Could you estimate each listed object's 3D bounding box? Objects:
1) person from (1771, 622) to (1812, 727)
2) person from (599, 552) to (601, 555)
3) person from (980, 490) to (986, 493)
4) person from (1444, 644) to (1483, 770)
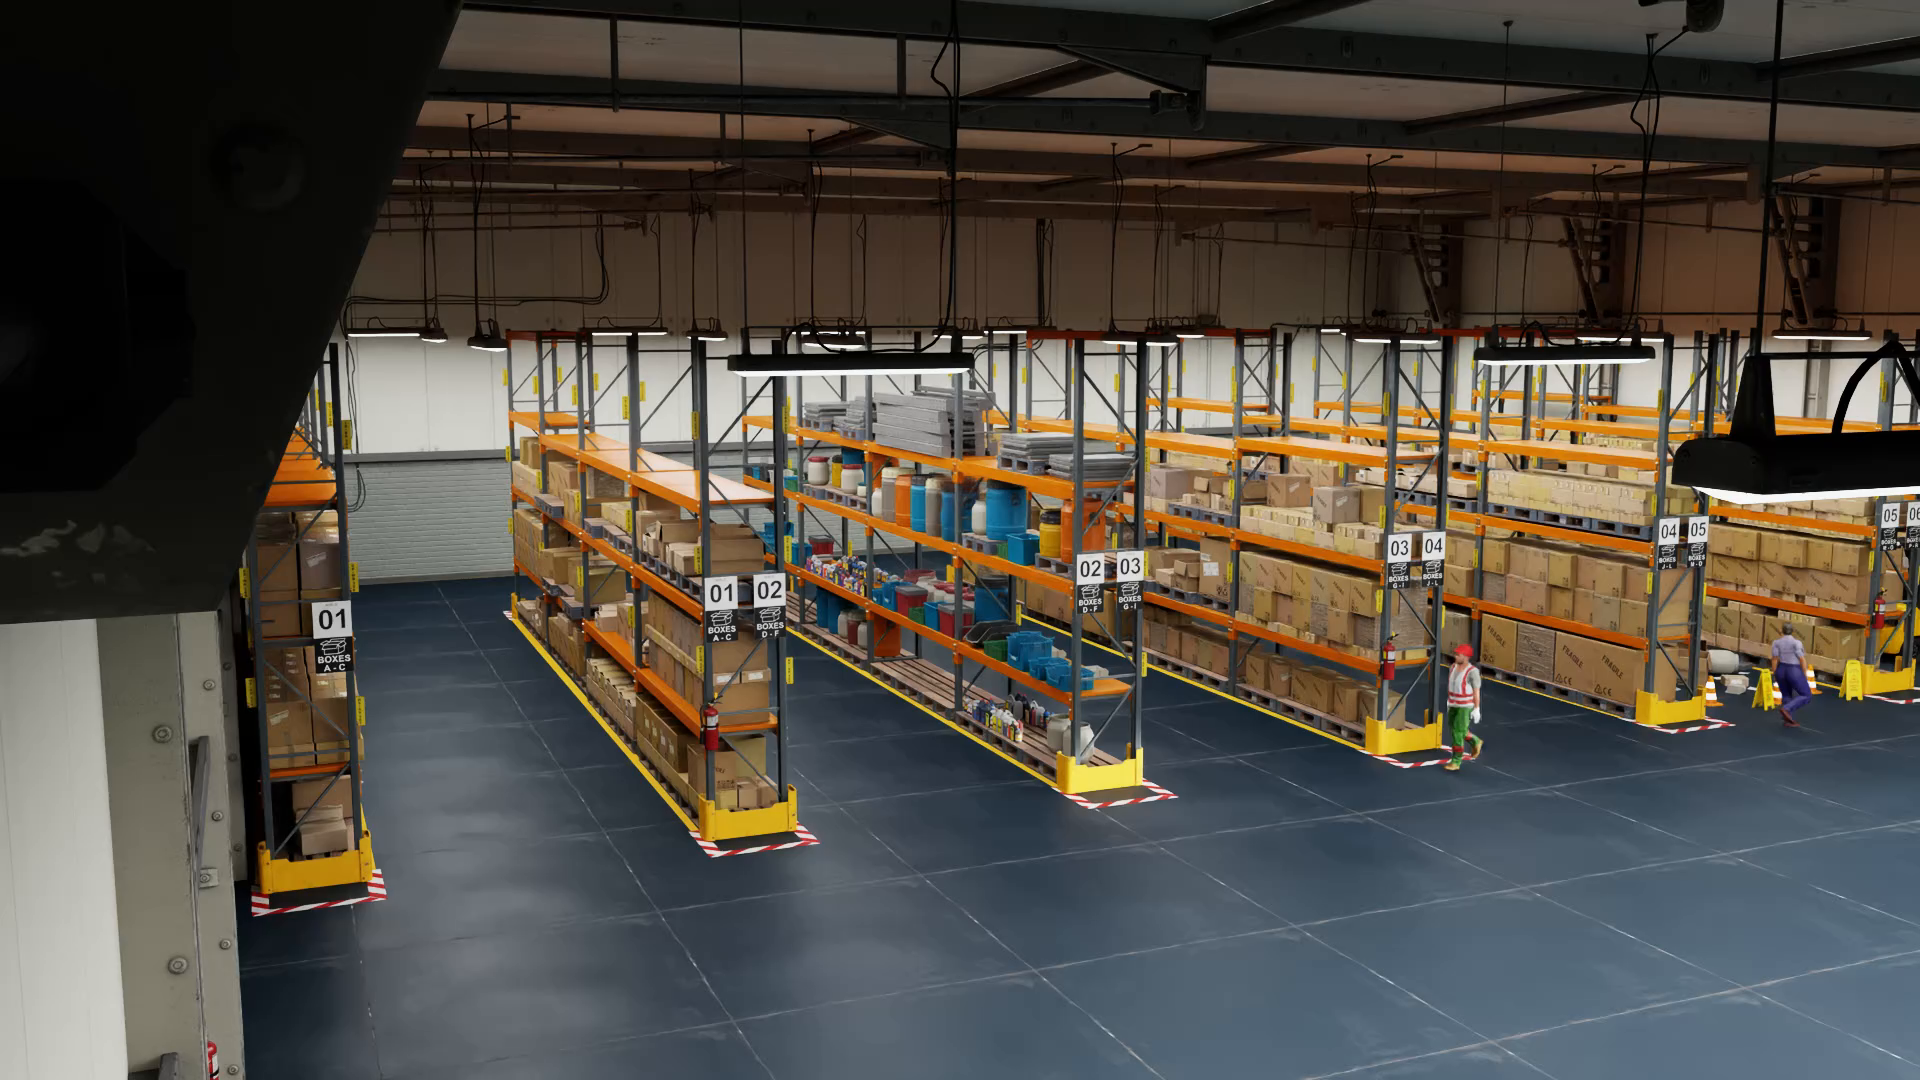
[{"bbox_3d":[12.670,2.073,25.392,0.603,1.641,0.542,-5,9,-30],"label":"person"},{"bbox_3d":[-8.680,0.205,39.171,1.006,1.606,0.491,0,8,-1],"label":"person"},{"bbox_3d":[0.572,-0.389,42.933,0.522,1.800,0.608,-7,11,-42],"label":"person"},{"bbox_3d":[7.063,2.306,23.215,0.883,1.761,0.593,-5,9,-31],"label":"person"}]
